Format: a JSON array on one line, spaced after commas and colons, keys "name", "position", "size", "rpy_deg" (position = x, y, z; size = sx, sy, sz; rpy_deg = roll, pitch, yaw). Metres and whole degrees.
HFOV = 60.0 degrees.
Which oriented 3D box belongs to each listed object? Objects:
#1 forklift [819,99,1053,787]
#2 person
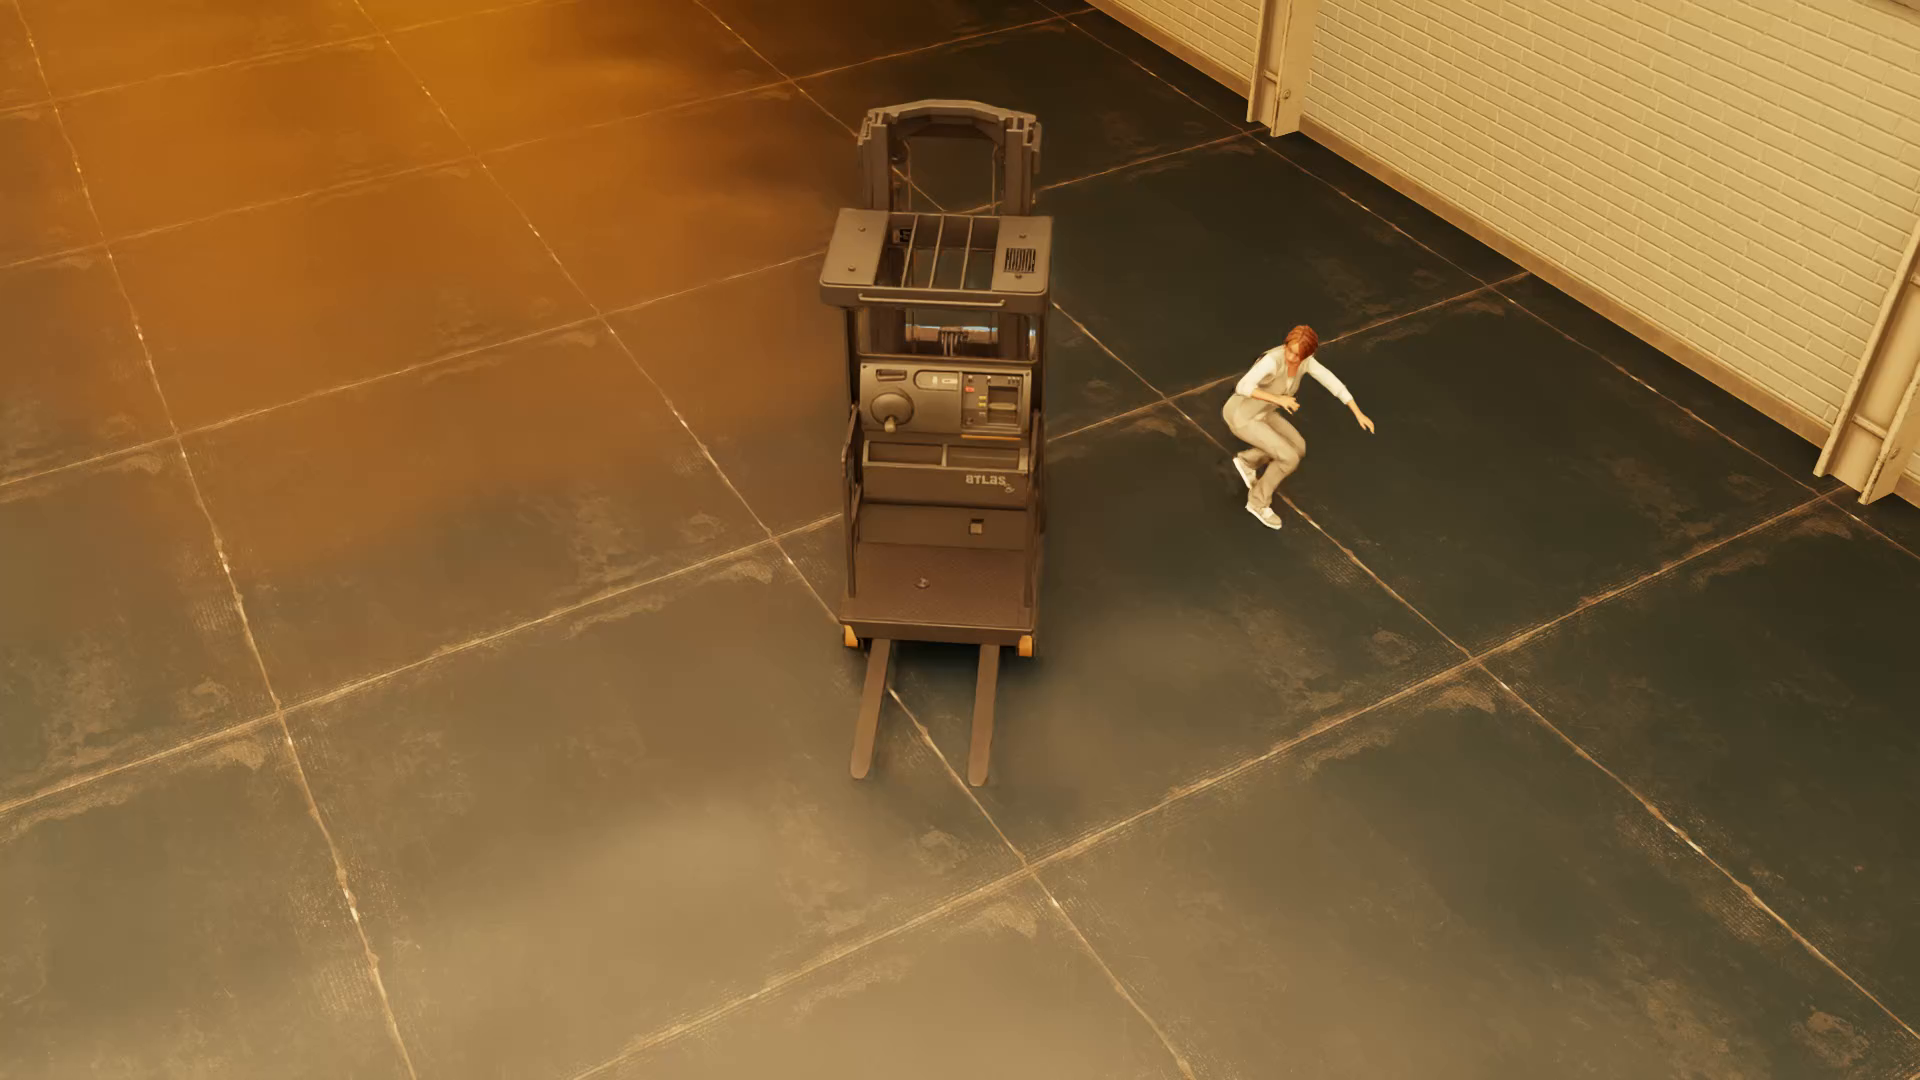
[{"name": "forklift", "position": [-0.094, -0.684, 8.860], "size": [1.130, 2.935, 3.031], "rpy_deg": [3, 40, 4]}, {"name": "person", "position": [2.007, -0.684, 10.121], "size": [0.881, 1.324, 0.680], "rpy_deg": [26, 46, 28]}]
